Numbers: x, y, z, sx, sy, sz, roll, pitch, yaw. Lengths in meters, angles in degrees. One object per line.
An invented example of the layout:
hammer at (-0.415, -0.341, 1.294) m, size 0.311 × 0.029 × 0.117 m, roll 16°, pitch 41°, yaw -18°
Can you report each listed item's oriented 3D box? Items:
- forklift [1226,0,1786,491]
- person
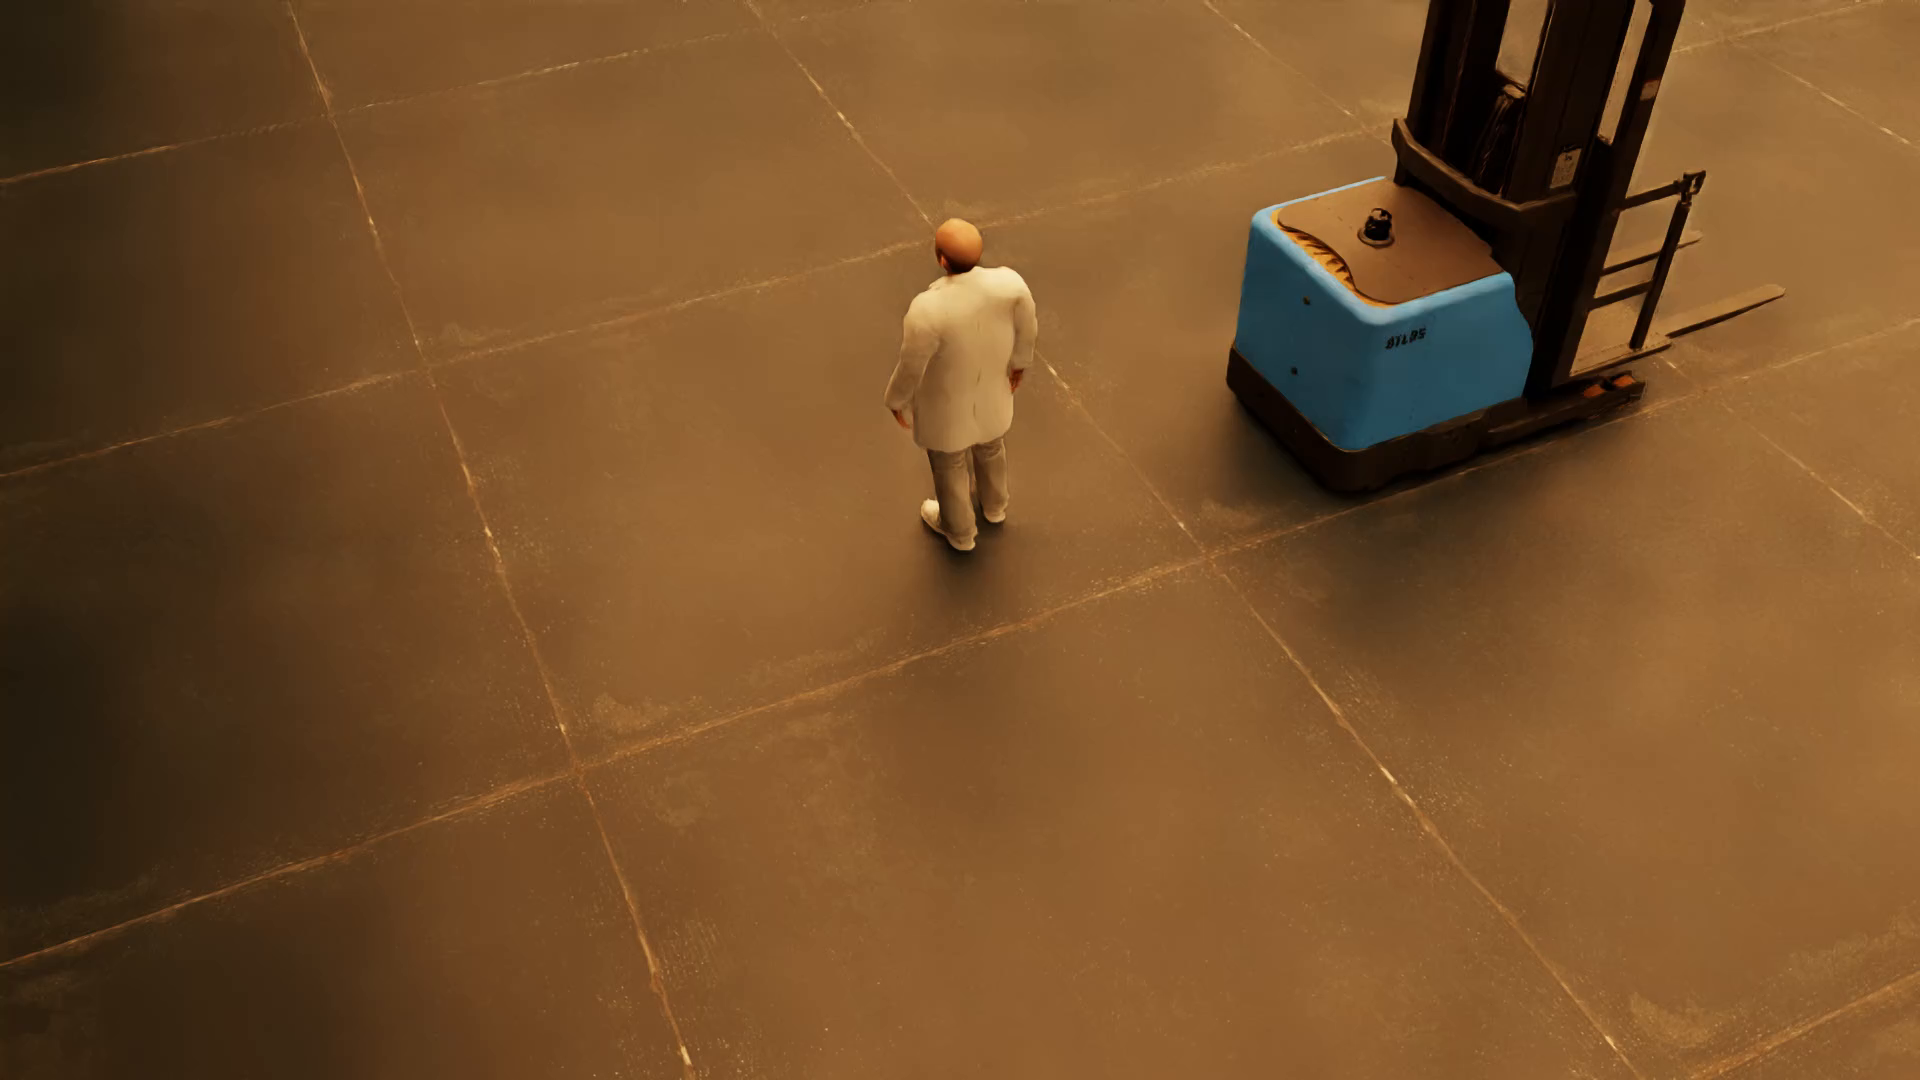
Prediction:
forklift at (2.934, -2.001, 7.824) m, size 3.031 × 2.935 × 1.130 m, roll -18°, pitch 46°, yaw -19°
person at (-0.034, -0.713, 7.279) m, size 0.694 × 1.776 × 0.579 m, roll -18°, pitch 46°, yaw -18°
